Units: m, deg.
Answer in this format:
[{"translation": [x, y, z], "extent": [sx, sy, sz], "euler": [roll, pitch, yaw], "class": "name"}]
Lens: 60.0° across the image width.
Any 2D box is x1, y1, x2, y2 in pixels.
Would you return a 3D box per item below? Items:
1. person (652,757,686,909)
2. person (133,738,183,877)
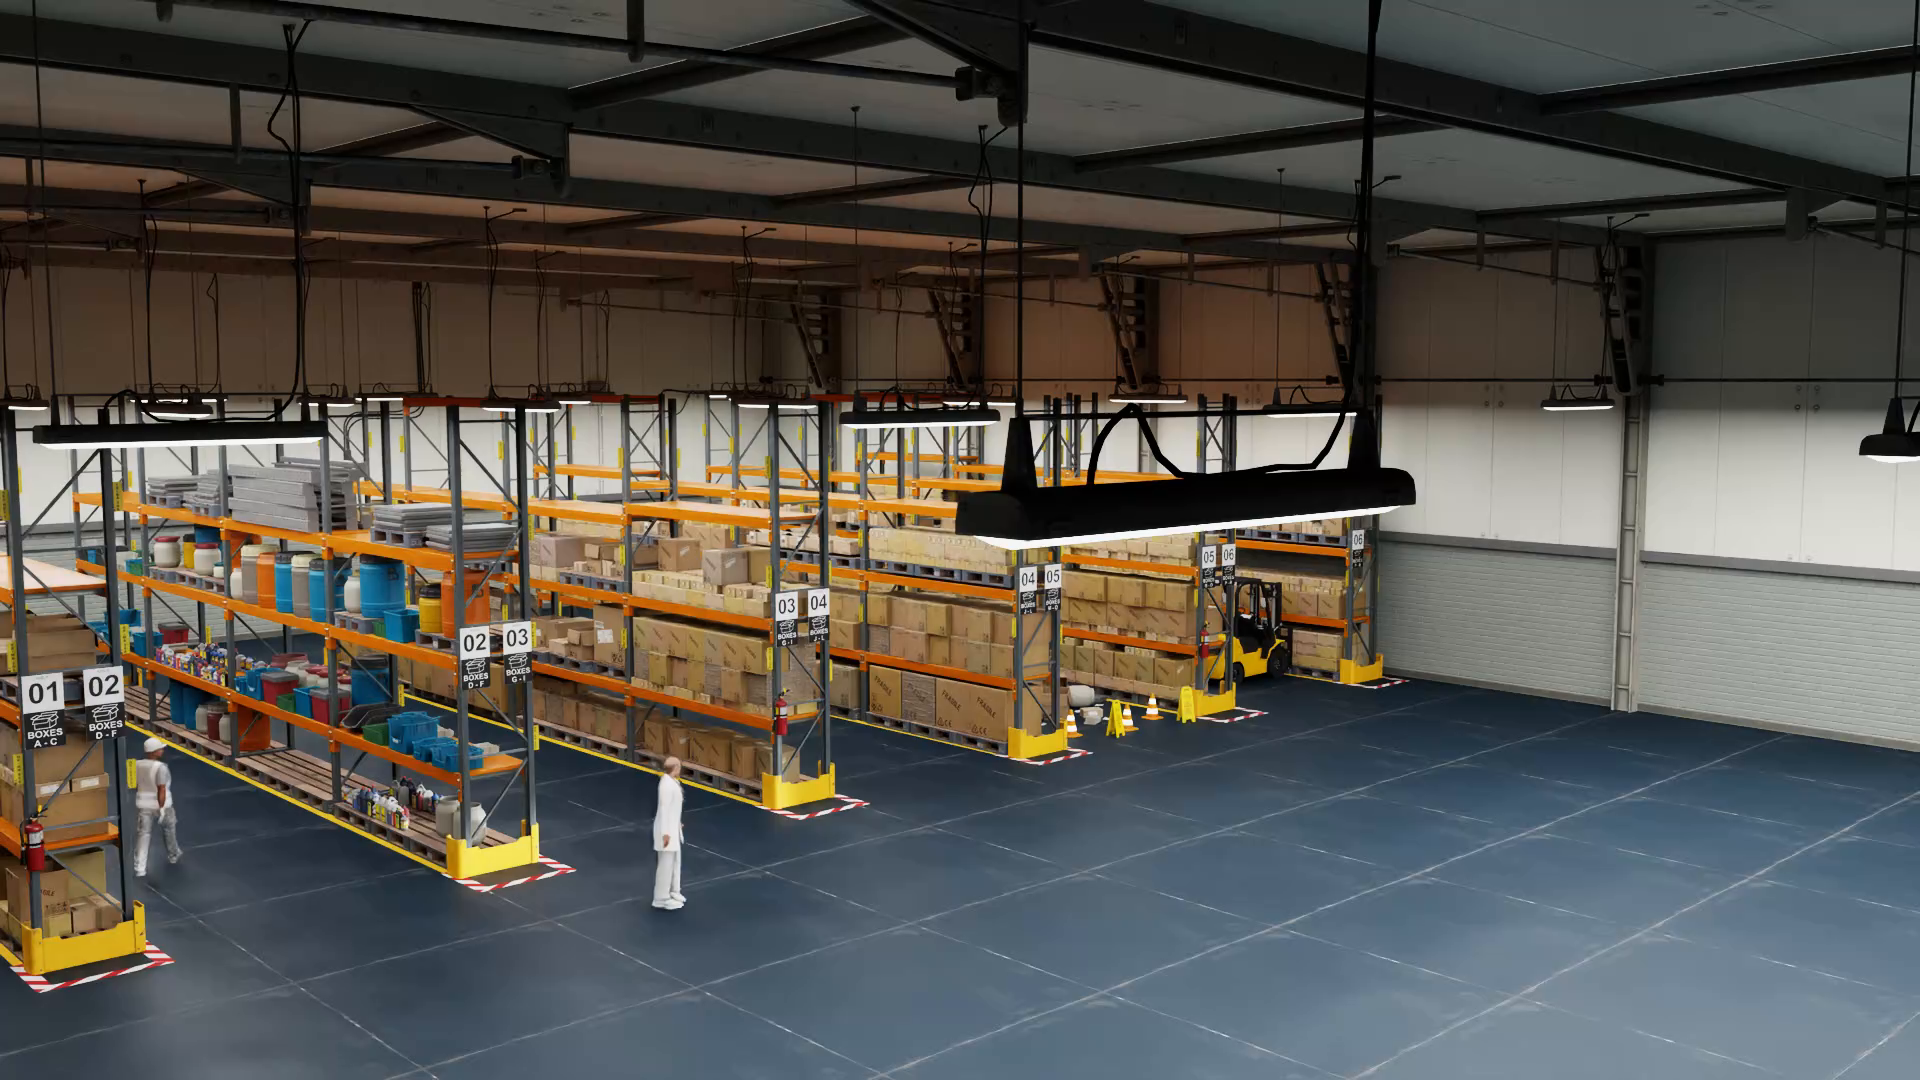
[{"translation": [-3.508, 3.506, 20.058], "extent": [0.388, 1.789, 0.648], "euler": [0, 6, -2], "class": "person"}, {"translation": [-10.364, 3.393, 21.378], "extent": [0.485, 1.743, 1.068], "euler": [-1, 6, -8], "class": "person"}]
